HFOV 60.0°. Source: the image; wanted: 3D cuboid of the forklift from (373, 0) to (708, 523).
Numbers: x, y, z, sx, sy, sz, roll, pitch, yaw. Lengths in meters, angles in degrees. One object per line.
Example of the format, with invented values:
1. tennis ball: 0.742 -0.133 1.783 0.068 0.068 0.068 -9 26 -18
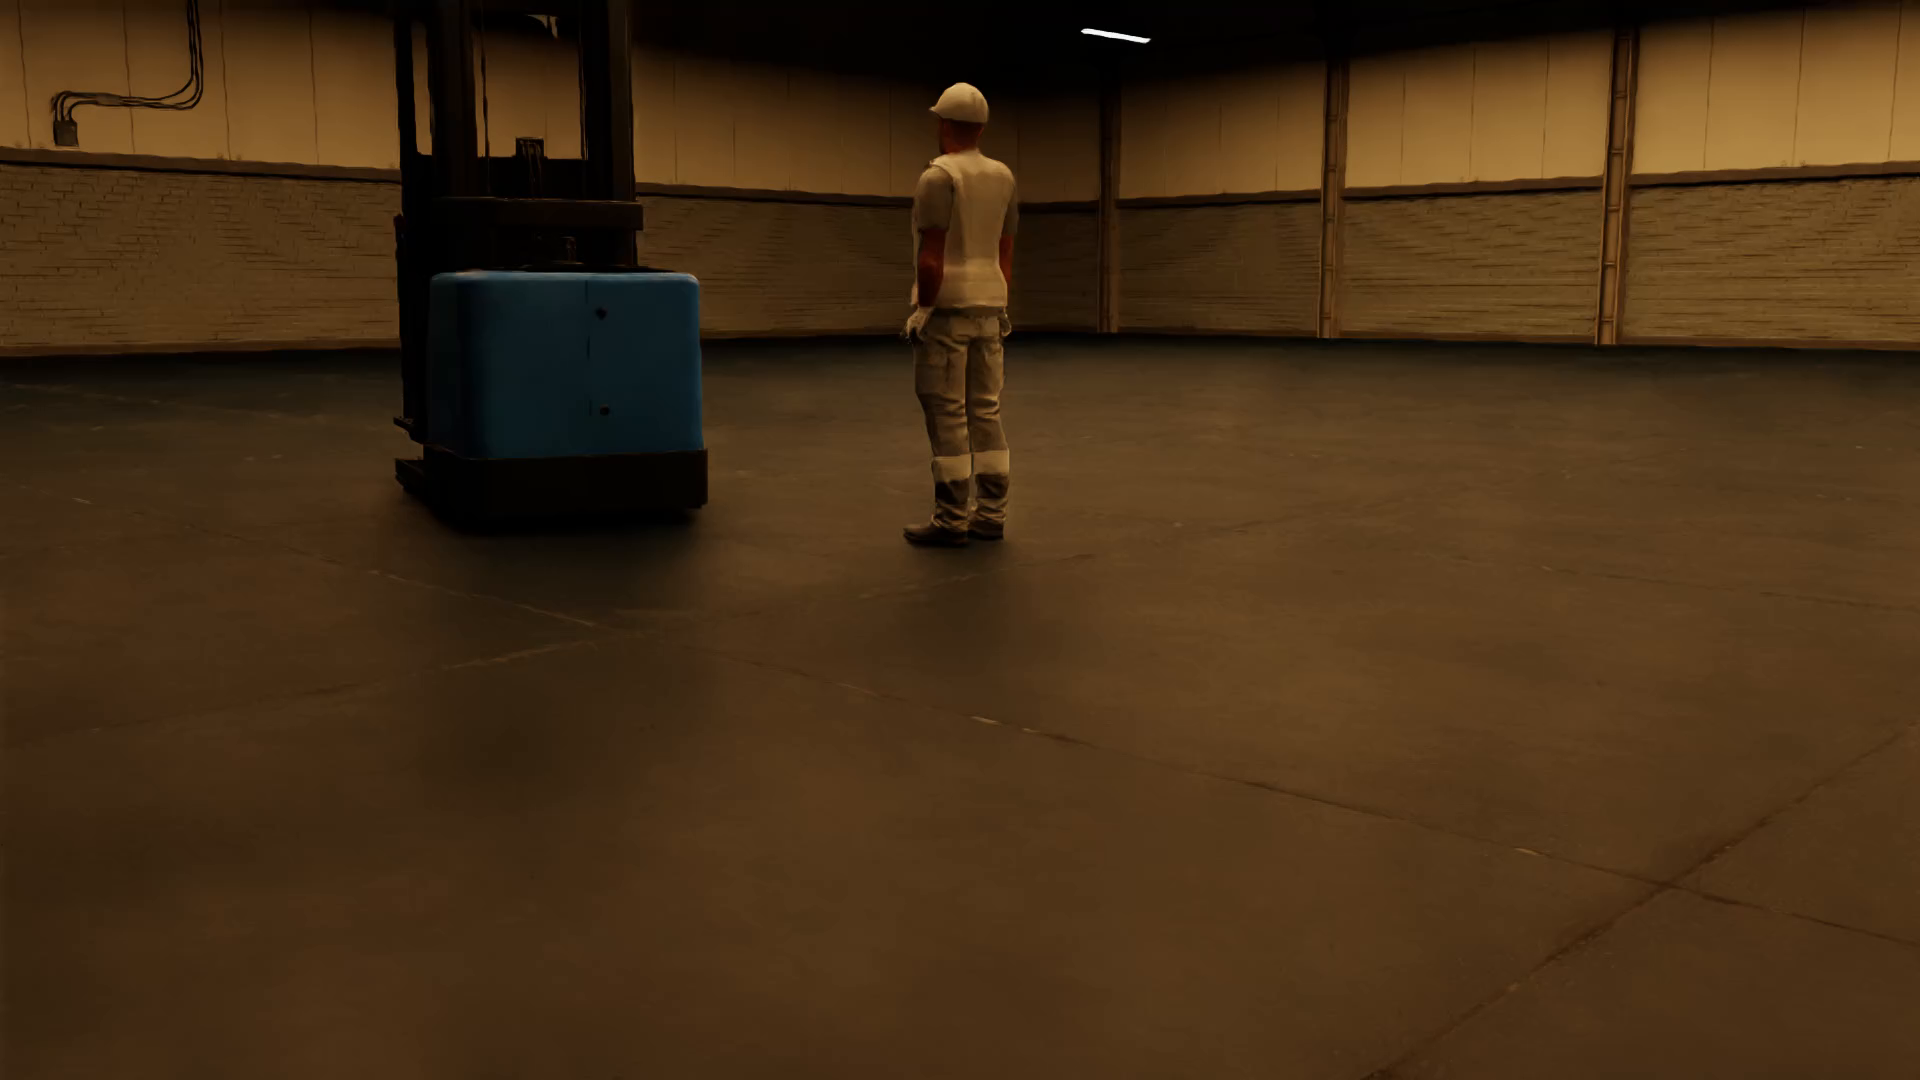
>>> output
1. forklift: -2.211 -1.702 8.175 1.130 2.935 3.031 -4 10 -26

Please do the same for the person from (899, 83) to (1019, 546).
1. person: -0.016 -0.888 6.598 0.349 1.795 0.540 8 12 43
